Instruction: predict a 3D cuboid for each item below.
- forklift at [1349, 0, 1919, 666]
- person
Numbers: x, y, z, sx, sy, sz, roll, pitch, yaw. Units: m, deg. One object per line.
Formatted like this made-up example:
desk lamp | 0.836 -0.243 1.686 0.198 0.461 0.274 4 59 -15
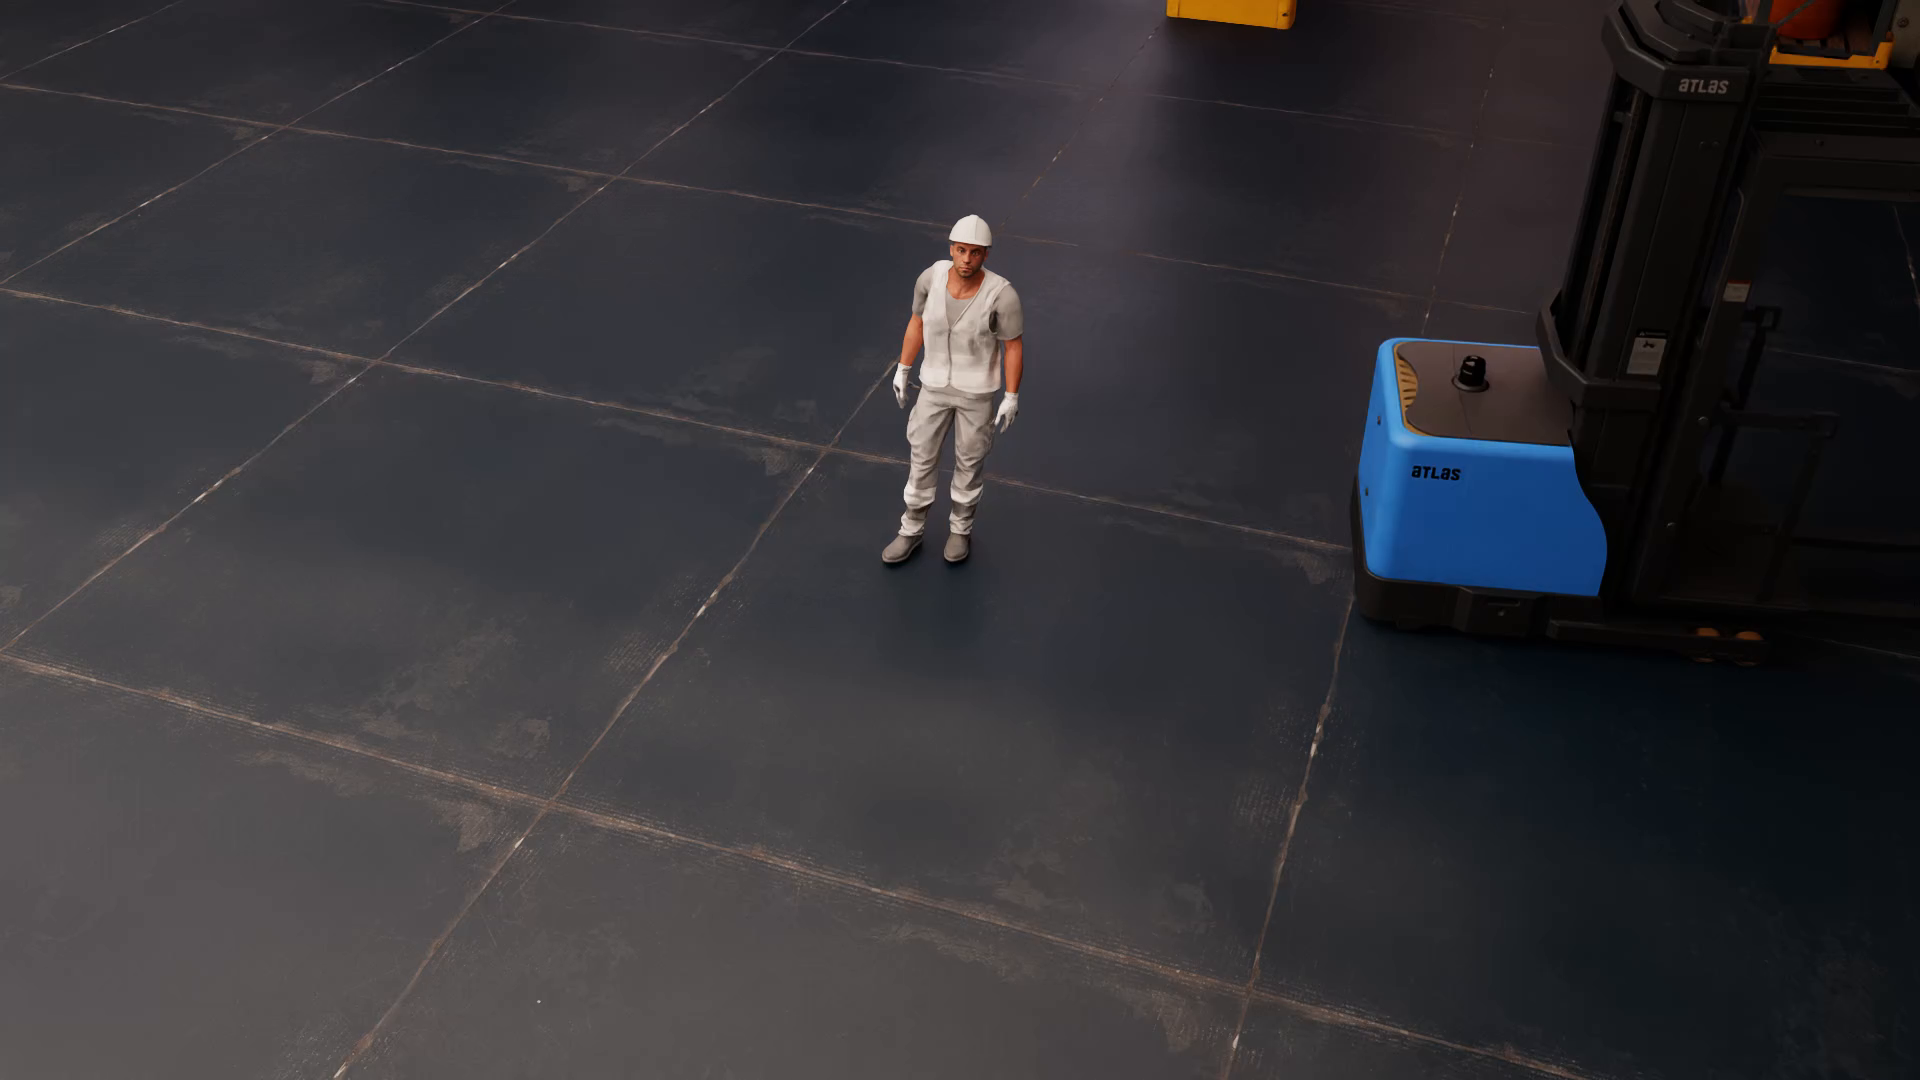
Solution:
forklift | 3.488 -0.932 7.426 3.031 2.935 1.130 5 36 7
person | -0.037 -0.693 8.064 0.638 1.789 0.562 12 37 16
